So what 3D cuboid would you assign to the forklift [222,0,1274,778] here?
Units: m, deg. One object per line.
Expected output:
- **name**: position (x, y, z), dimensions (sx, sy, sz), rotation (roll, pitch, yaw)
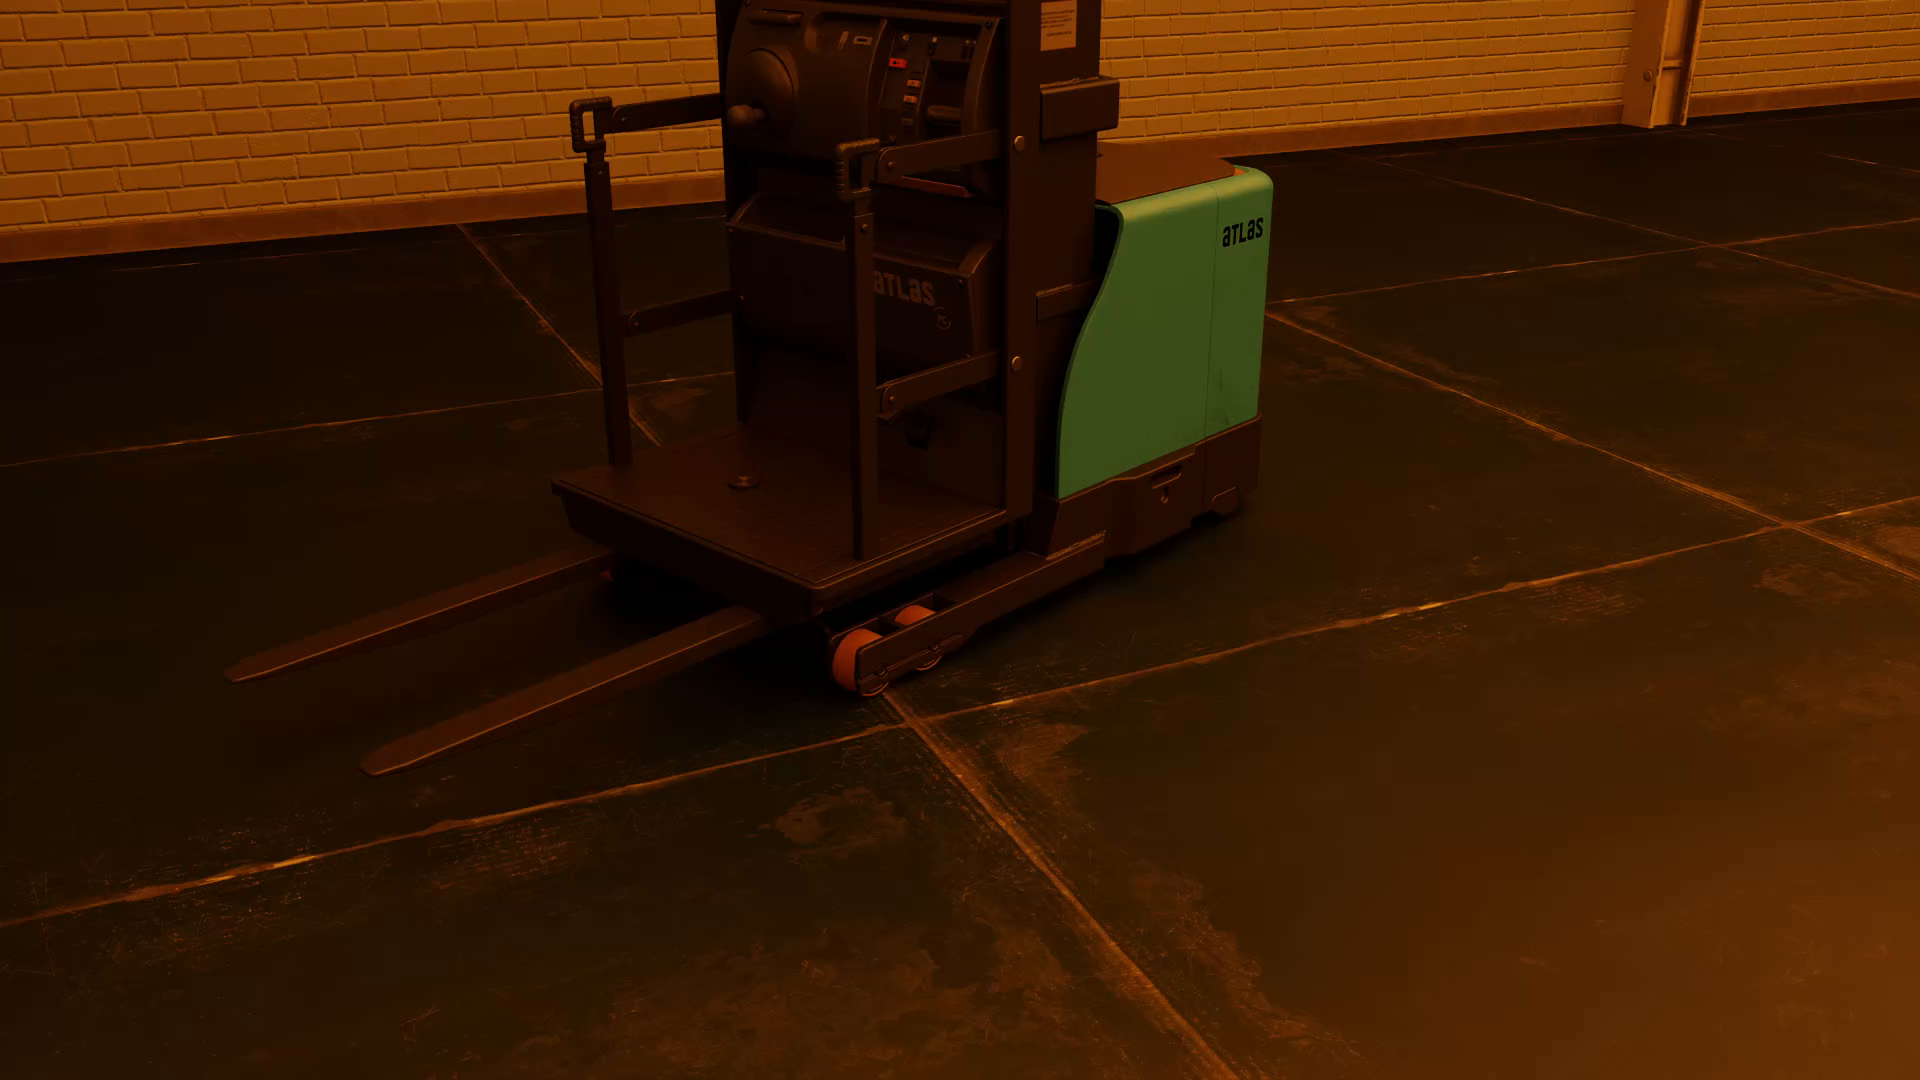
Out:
- **forklift**: position (-0.413, -1.182, 4.131), dimensions (1.130, 2.935, 3.031), rotation (19, 29, 39)
